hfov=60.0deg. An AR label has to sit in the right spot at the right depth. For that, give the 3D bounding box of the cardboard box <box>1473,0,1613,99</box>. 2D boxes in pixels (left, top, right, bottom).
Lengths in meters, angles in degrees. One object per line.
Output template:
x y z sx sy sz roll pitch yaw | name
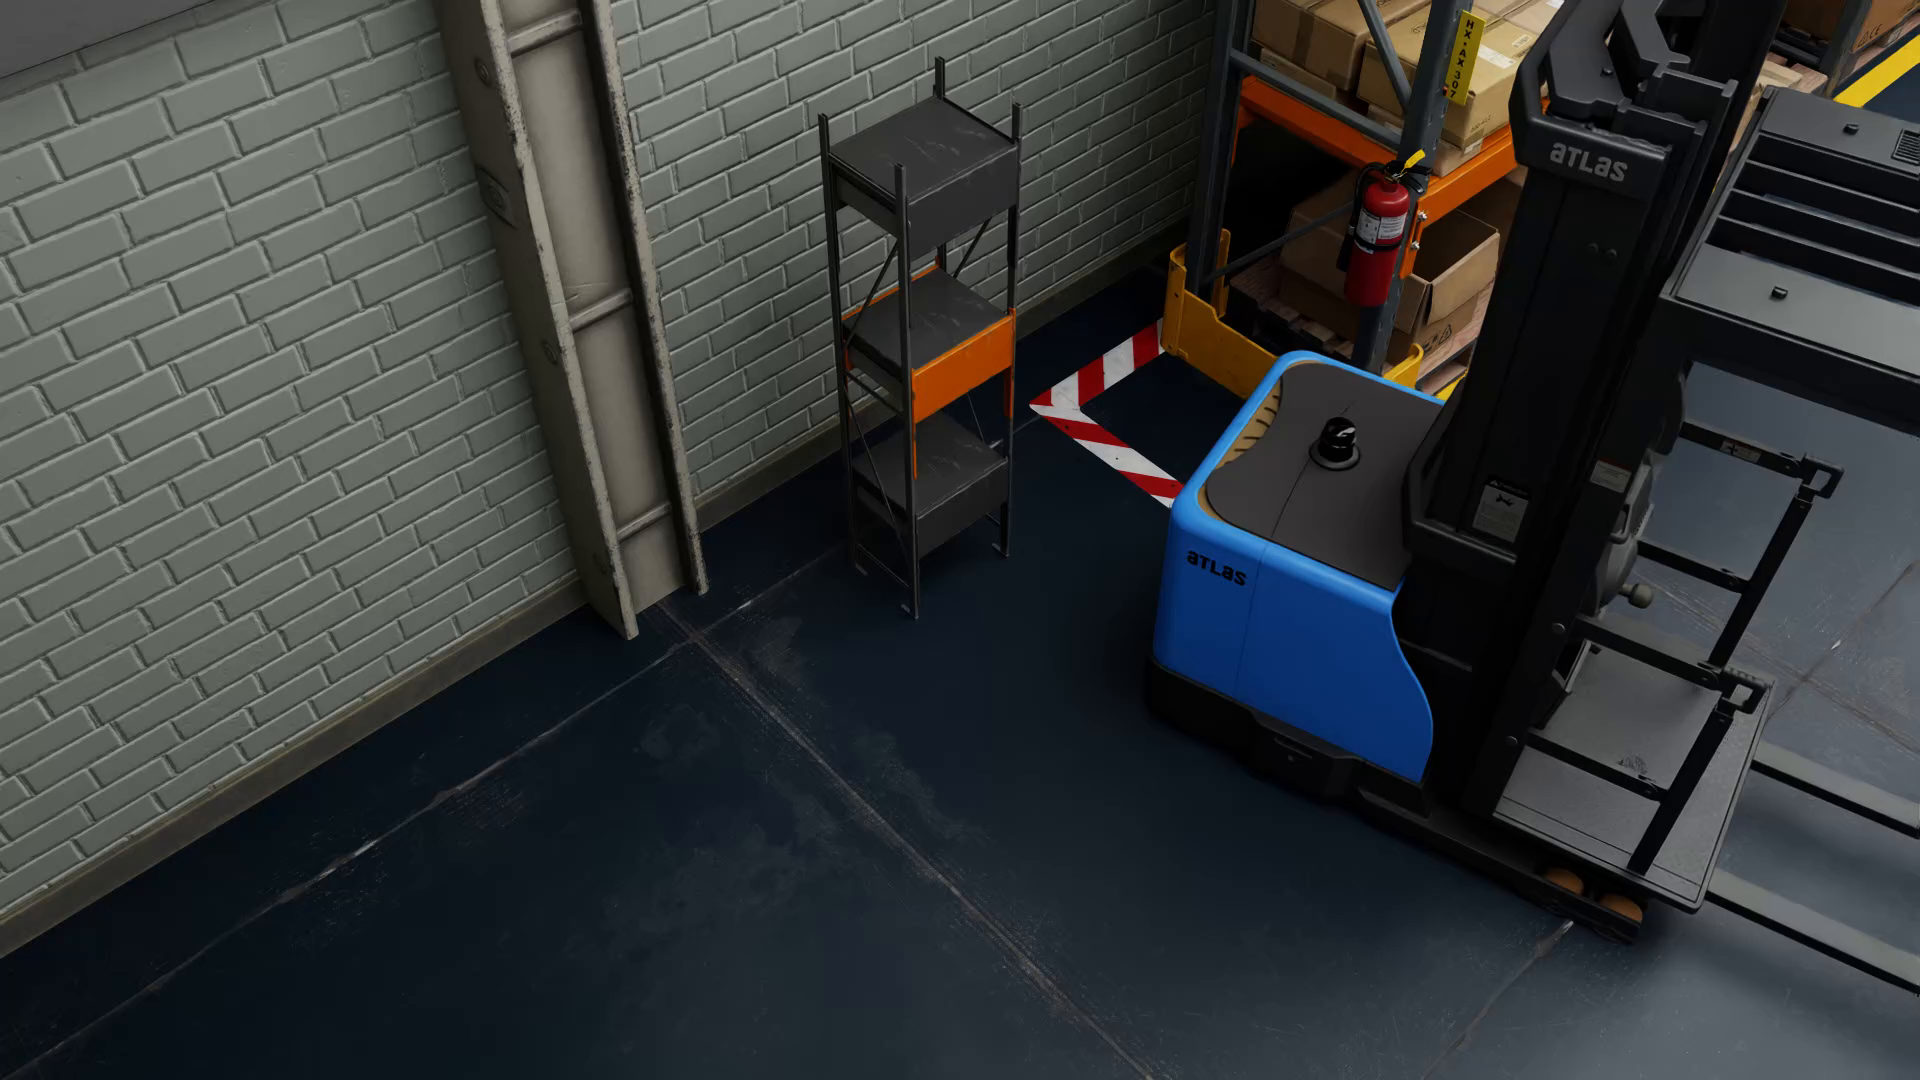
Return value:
2.246 -2.028 6.533 0.500 0.250 0.500 -33 55 -27 | cardboard box

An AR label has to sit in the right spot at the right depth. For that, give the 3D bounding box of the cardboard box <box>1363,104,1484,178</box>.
1.784 -1.579 6.390 0.250 0.149 0.380 -34 56 -27 | cardboard box

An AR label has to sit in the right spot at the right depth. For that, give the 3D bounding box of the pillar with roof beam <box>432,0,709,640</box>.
1.651 -0.501 1.143 0.400 9.000 9.100 -34 56 -27 | pillar with roof beam

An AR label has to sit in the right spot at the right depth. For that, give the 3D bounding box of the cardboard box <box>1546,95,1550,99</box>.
2.340 -1.970 6.751 0.250 0.149 0.380 -32 55 -26 | cardboard box

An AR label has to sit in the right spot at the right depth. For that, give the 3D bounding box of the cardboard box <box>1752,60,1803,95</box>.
4.101 -2.369 8.602 0.250 0.149 0.380 -35 56 -28 | cardboard box

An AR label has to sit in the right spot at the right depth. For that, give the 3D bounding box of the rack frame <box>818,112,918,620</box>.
-0.303 -0.510 5.845 0.015 2.100 0.400 -34 56 -27 | rack frame

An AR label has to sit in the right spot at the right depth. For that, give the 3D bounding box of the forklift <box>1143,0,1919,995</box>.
2.206 -0.105 4.906 3.031 2.935 1.130 24 52 21 | forklift

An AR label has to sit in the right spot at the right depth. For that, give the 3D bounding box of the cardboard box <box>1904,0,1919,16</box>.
5.212 -3.308 9.230 0.500 0.500 0.500 -34 56 -28 | cardboard box

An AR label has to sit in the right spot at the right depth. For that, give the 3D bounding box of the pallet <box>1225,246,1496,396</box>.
2.002 -1.137 7.709 1.213 0.211 1.003 -34 56 -27 | pallet

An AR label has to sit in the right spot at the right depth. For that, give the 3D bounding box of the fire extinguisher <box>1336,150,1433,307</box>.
1.558 -1.174 6.152 0.183 0.674 0.296 -34 56 -27 | fire extinguisher

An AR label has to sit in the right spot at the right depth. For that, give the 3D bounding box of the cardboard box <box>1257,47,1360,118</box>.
1.421 -1.875 6.663 0.250 0.149 0.380 -34 56 -28 | cardboard box

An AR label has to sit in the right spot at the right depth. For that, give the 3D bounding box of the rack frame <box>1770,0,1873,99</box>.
4.316 -3.628 8.110 0.127 3.000 1.000 -34 56 -27 | rack frame

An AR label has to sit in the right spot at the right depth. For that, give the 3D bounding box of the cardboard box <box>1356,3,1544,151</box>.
1.873 -1.778 6.303 0.500 0.250 0.500 -33 56 -27 | cardboard box

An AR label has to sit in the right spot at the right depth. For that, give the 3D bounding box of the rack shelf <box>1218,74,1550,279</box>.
2.836 -2.395 7.462 4.000 0.370 1.077 -34 56 -27 | rack shelf

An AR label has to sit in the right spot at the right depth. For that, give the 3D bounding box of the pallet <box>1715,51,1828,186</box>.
3.807 -2.344 8.822 1.213 0.211 1.003 -34 56 -27 | pallet

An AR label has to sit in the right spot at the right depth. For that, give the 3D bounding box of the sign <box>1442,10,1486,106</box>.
1.721 -1.649 5.695 0.005 0.325 0.100 -34 56 -27 | sign

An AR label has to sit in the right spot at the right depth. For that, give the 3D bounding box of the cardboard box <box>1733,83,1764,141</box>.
3.837 -2.232 8.396 0.258 0.266 0.396 -32 55 -26 | cardboard box

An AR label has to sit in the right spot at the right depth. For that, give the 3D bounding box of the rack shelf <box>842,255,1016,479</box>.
-0.122 -0.621 5.966 0.480 0.518 0.431 -34 56 -27 | rack shelf

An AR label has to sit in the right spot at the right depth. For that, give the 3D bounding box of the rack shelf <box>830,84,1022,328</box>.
-0.122 -1.096 5.452 0.480 0.518 0.431 -34 56 -27 | rack shelf

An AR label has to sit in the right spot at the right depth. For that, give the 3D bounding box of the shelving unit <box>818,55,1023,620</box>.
-0.122 -0.630 5.956 0.503 2.100 0.431 -34 56 -27 | shelving unit

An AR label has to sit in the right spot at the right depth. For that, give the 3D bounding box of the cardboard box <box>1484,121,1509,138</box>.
1.941 -1.730 6.529 0.250 0.149 0.380 -32 55 -26 | cardboard box

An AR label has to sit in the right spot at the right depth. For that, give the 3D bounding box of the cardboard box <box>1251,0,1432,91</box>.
1.518 -2.072 6.574 0.500 0.250 0.500 -32 55 -26 | cardboard box

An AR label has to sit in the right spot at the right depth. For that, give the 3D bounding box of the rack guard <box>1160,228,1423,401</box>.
1.412 -0.840 7.239 0.348 0.500 1.175 -34 56 -27 | rack guard

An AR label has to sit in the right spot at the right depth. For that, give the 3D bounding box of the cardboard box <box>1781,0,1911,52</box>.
4.825 -3.040 8.982 0.500 0.500 0.500 -31 55 -26 | cardboard box

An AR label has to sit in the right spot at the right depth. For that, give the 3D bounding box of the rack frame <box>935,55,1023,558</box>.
0.058 -0.751 6.067 0.015 2.100 0.400 -34 56 -27 | rack frame

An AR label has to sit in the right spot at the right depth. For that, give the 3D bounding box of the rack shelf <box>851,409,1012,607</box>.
-0.122 -0.146 6.481 0.480 0.518 0.431 -34 56 -27 | rack shelf

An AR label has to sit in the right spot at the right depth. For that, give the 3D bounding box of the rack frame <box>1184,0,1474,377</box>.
1.356 -1.651 6.285 0.127 3.000 1.000 -34 56 -27 | rack frame

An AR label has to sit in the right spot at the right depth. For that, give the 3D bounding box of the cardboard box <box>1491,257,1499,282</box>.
2.213 -1.266 7.584 0.250 0.149 0.380 -36 57 -28 | cardboard box

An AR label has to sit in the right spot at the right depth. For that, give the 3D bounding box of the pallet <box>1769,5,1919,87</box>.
4.892 -3.105 9.525 1.213 0.211 1.003 -34 56 -27 | pallet

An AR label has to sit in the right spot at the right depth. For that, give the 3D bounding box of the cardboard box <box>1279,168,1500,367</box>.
1.873 -1.197 7.280 0.637 0.503 0.797 -36 57 -28 | cardboard box

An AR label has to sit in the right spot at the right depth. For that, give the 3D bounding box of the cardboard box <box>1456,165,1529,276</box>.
2.531 -1.598 7.651 0.500 0.500 0.700 -32 55 -26 | cardboard box
